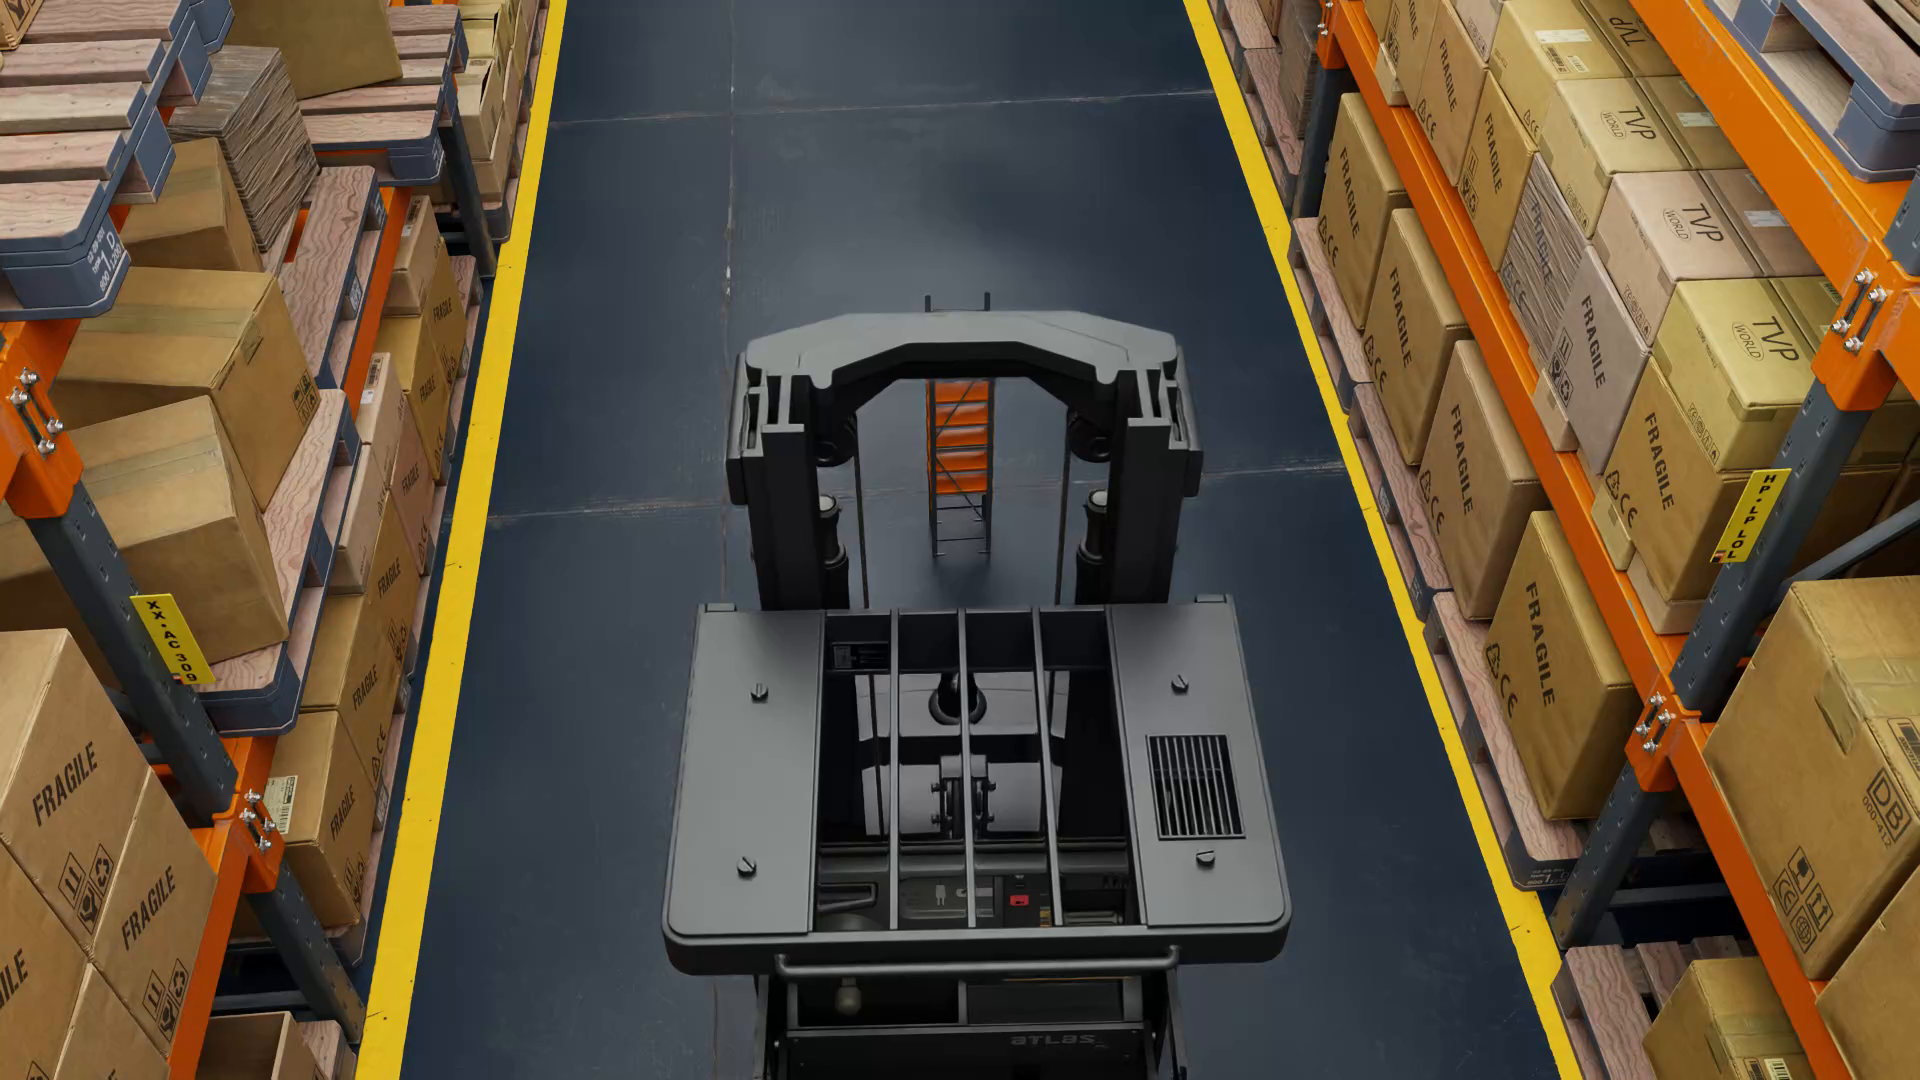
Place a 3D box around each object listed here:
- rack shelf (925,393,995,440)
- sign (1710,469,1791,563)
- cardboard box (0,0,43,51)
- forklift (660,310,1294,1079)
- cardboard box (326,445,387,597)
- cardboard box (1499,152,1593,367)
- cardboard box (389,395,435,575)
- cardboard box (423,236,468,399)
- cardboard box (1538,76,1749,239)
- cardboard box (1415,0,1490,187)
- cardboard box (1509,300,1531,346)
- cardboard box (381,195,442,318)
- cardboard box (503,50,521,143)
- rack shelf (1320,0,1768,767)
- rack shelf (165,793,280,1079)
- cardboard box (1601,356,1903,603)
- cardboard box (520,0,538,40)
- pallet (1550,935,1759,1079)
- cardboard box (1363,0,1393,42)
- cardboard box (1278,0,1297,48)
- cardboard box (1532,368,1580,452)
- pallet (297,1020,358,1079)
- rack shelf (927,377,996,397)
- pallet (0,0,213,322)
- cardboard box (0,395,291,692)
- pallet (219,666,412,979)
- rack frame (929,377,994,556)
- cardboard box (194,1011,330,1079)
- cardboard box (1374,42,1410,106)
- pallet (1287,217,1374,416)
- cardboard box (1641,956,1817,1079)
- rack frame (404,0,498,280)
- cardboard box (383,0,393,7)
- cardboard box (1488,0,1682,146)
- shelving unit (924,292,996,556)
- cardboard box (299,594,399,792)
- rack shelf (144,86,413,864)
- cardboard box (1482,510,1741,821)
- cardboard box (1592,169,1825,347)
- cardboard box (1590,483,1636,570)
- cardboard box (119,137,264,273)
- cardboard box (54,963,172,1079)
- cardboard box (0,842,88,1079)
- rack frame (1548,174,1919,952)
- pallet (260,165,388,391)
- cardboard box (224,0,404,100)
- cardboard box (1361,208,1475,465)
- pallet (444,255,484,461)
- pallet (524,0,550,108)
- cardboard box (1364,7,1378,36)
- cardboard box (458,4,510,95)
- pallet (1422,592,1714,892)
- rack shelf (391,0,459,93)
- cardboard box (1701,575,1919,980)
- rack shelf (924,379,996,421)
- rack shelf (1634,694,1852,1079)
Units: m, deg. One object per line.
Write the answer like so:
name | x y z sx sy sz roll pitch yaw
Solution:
rack shelf | -0.001 -0.475 6.406 0.258 0.103 0.180 -3 47 -3
sign | 1.965 -0.056 4.131 0.100 0.325 0.005 -3 47 -3
cardboard box | -2.479 -1.517 3.765 0.600 0.600 0.600 -4 47 -4
forklift | 0.020 1.045 3.878 1.130 2.935 3.031 -1 47 -1
cardboard box | -2.313 -0.060 5.779 0.500 0.250 0.500 -3 47 -3
cardboard box | 2.129 -0.920 5.405 0.500 0.500 0.500 -3 47 -3
cardboard box | -2.361 -0.191 6.420 0.500 0.500 0.500 -5 47 -5
cardboard box | -2.454 -0.945 7.134 0.500 0.500 0.500 -2 47 -2
cardboard box | 2.135 -1.189 5.143 0.500 0.250 0.500 -3 47 -3
cardboard box | 2.030 -1.658 6.103 0.500 0.500 0.500 -4 47 -3
cardboard box | 2.132 -0.795 5.733 0.380 0.149 0.250 -5 47 -4
cardboard box | -2.445 -1.163 6.824 0.500 0.250 0.500 -2 47 -2
cardboard box | -2.560 -2.275 8.580 0.500 0.250 0.500 -5 47 -4
rack shelf | 2.337 -0.925 6.192 1.077 0.370 4.000 -3 47 -3
rack shelf | -2.264 2.273 3.164 1.077 0.370 4.000 -3 47 -3
cardboard box | 2.215 -0.188 4.711 0.500 0.500 0.500 -4 47 -4
cardboard box | -2.652 -3.022 9.287 0.500 0.250 0.500 -3 47 -2
pallet | 2.490 1.788 5.048 1.003 0.211 1.213 -3 47 -3
cardboard box | 1.955 -2.396 6.802 0.500 0.500 0.500 -2 47 -2
cardboard box | 2.130 -2.809 8.899 0.700 0.500 0.500 -4 47 -3
cardboard box | 2.092 -0.432 5.389 0.380 0.149 0.250 -3 47 -3
pallet | -2.375 2.034 4.815 1.003 0.211 1.213 -3 47 -3
rack shelf | -0.001 -0.640 6.232 0.258 0.103 0.180 -3 47 -3
pallet | -2.416 -0.865 3.703 1.213 0.211 1.003 -3 47 -3
cardboard box | -2.248 0.043 4.422 0.700 0.500 0.500 -18 49 -16
pallet | -2.537 0.951 5.841 1.003 0.211 1.213 -3 47 -3
rack frame | 0.006 -0.357 6.398 0.240 1.200 0.006 -3 47 -3
cardboard box | -2.101 1.681 4.647 0.500 0.500 0.500 -3 47 -3
cardboard box | 1.917 -1.908 6.786 0.380 0.149 0.250 -2 47 -2
pallet | 2.161 -1.086 7.769 1.003 0.211 1.213 -3 47 -3
cardboard box | 2.465 1.537 4.797 0.700 0.500 0.500 -3 47 -3
rack frame | -2.766 -2.316 7.014 1.000 3.000 0.127 -3 47 -3
cardboard box | -2.753 -2.551 7.298 0.500 0.311 0.500 -1 47 -1
cardboard box | 2.091 -1.558 5.492 0.500 0.250 0.500 -4 47 -4
shelving unit | -0.001 -0.423 6.461 0.258 1.200 0.189 -3 47 -3
cardboard box | -2.285 0.536 5.731 0.500 0.500 0.500 -3 47 -3
rack shelf | -2.599 -0.621 5.905 1.077 0.370 4.000 -3 47 -3
cardboard box | 2.321 0.407 5.627 0.750 0.750 0.750 -3 47 -3
cardboard box | 2.177 -0.820 4.793 0.500 0.250 0.500 -3 47 -2
cardboard box | 2.150 -0.055 5.031 0.380 0.149 0.250 -3 47 -3
cardboard box | -2.641 -0.875 5.291 0.700 0.500 0.500 -14 48 -13
cardboard box | -2.089 1.263 3.556 0.500 0.500 0.500 -2 47 -2
cardboard box | -2.085 0.921 3.191 0.500 0.500 0.500 -4 47 -4
rack frame | 2.505 0.274 4.561 1.000 3.000 0.127 -3 47 -3
pallet | -2.599 -0.843 5.751 1.003 0.211 1.213 -3 47 -3
cardboard box | -2.601 -2.046 6.400 0.700 0.500 0.500 -18 49 -16
cardboard box | 2.168 -0.851 6.817 0.750 0.750 0.750 -4 47 -3
pallet | -2.741 -0.814 7.512 1.003 0.211 1.213 -3 47 -3
pallet | -2.895 -2.836 9.427 1.003 0.211 1.213 -3 47 -3
cardboard box | 1.967 -2.288 7.147 0.380 0.149 0.250 -4 47 -4
cardboard box | -2.570 -2.484 8.391 0.500 0.311 0.500 -5 47 -4
pallet | 2.365 0.680 6.097 1.003 0.211 1.213 -3 47 -3
rack shelf | -2.934 -3.515 8.645 1.077 0.370 4.000 -3 47 -3
cardboard box | 2.534 0.565 4.079 0.980 0.700 0.700 -3 47 -3
rack shelf | -0.001 -0.558 6.319 0.258 0.103 0.180 -3 47 -3
rack shelf | 2.672 1.969 3.451 1.077 0.370 4.000 -3 47 -3
